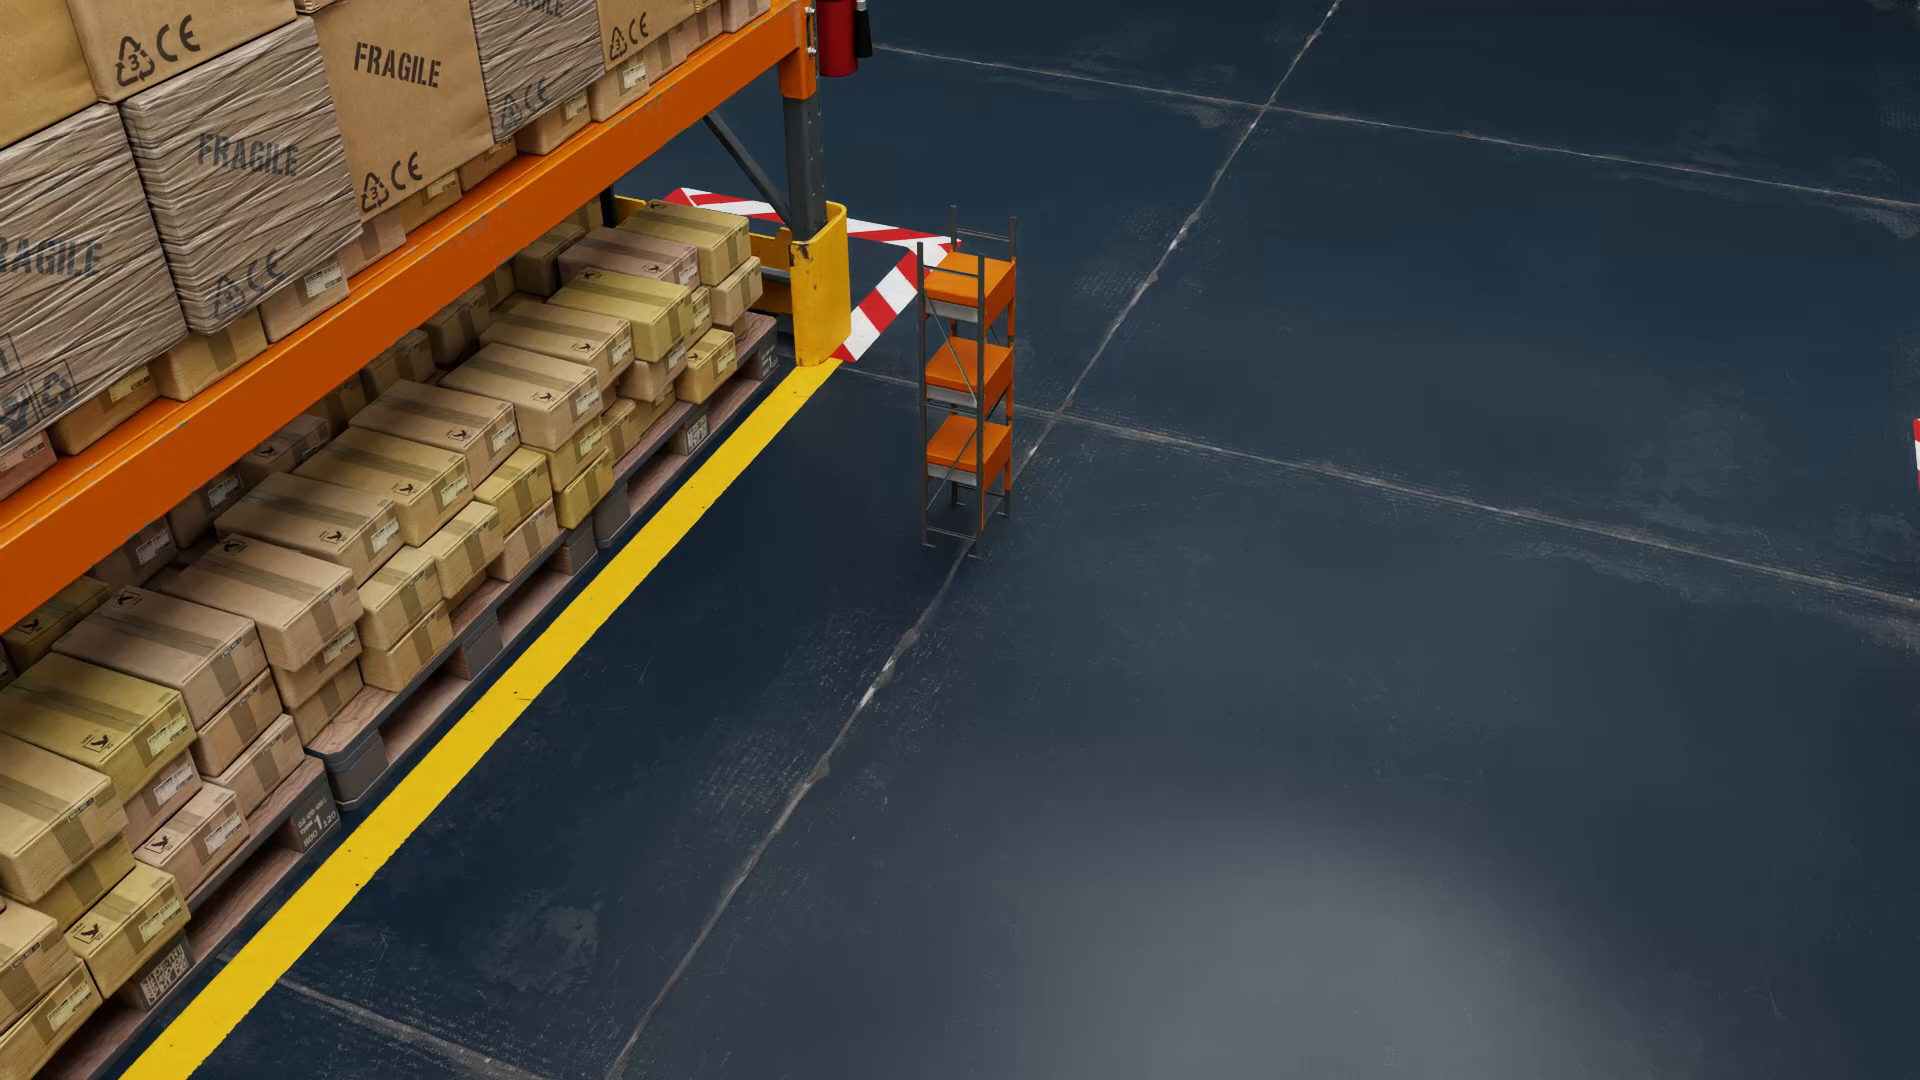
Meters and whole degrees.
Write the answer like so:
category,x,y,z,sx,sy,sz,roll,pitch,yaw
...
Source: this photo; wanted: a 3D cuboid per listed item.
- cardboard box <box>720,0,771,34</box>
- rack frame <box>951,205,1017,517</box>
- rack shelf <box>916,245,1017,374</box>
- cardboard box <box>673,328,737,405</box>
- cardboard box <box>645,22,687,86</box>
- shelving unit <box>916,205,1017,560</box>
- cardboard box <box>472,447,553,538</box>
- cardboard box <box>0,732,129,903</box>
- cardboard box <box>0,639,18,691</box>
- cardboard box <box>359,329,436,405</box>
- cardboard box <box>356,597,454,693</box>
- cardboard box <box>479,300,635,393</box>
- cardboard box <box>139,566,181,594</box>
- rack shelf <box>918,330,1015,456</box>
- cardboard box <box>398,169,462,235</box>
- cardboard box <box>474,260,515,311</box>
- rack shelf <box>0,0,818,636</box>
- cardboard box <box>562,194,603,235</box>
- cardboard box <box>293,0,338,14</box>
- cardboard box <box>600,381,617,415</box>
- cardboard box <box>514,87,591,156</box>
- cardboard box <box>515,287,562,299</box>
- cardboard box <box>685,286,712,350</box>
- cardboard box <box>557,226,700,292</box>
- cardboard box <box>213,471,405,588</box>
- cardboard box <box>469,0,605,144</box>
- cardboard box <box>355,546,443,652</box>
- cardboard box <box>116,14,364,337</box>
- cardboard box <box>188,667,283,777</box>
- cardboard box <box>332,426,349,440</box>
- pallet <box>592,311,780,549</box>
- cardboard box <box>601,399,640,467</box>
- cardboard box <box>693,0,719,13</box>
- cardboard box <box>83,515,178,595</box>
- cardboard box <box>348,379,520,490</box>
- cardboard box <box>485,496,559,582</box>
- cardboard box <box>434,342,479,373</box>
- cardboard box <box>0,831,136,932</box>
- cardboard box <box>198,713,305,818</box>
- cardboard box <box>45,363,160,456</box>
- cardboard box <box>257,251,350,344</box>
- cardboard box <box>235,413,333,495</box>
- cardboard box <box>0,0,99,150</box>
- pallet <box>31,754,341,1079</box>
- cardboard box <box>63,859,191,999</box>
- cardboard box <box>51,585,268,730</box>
category,x,y,z,sx,sy,sz,roll,pitch,yaw
cardboard box,-0.831,-1.749,5.294,0.380,0.149,0.250,14,39,18
rack frame,0.067,-0.518,5.066,0.200,1.050,0.008,14,39,18
rack shelf,0.020,-0.669,4.812,0.215,0.259,0.240,14,39,18
cardboard box,-0.980,-0.617,5.600,0.380,0.149,0.250,15,39,19
cardboard box,-1.042,-1.478,4.931,0.380,0.149,0.250,13,39,17
shelving unit,0.020,-0.450,4.975,0.215,1.050,0.252,14,39,18
cardboard box,-1.401,-0.167,4.750,0.380,0.149,0.250,16,40,20
cardboard box,-2.008,0.573,3.512,0.380,0.149,0.250,16,40,20
cardboard box,-2.447,0.309,3.864,0.380,0.149,0.250,13,39,17
cardboard box,-1.822,-0.549,5.012,0.380,0.149,0.250,15,39,20
cardboard box,-1.599,0.238,4.457,0.380,0.149,0.250,13,39,17
cardboard box,-1.222,-0.581,5.056,0.380,0.149,0.250,12,39,16
cardboard box,-2.222,0.161,4.312,0.380,0.149,0.250,15,39,19
rack shelf,0.020,-0.442,4.982,0.215,0.259,0.240,14,39,18
cardboard box,-1.488,-0.905,4.166,0.380,0.149,0.250,15,39,19
cardboard box,-1.690,-0.856,5.424,0.380,0.149,0.250,14,39,18
rack shelf,-1.729,-0.699,4.281,1.077,0.370,4.000,14,39,18
cardboard box,-1.482,-1.147,5.812,0.380,0.149,0.250,12,38,16
cardboard box,-1.493,-1.480,3.558,0.500,0.500,0.500,13,39,16
cardboard box,-1.299,-0.469,5.155,0.380,0.149,0.250,13,39,17
cardboard box,-1.245,-1.192,4.549,0.380,0.149,0.250,12,38,16
cardboard box,-1.562,-0.870,5.690,0.380,0.149,0.250,14,39,18
cardboard box,-1.055,-0.750,5.530,0.380,0.149,0.250,13,39,17
cardboard box,-1.084,-0.882,5.459,0.380,0.149,0.250,15,39,19
cardboard box,-1.680,-0.020,4.305,0.380,0.149,0.250,12,38,16
cardboard box,-1.286,-1.380,4.258,0.500,0.500,0.500,14,39,18
cardboard box,-1.597,0.122,4.363,0.380,0.149,0.250,14,39,17
cardboard box,-1.662,-0.802,3.486,0.500,0.500,0.500,13,39,17
cardboard box,-1.878,0.394,3.999,0.380,0.149,0.250,12,38,15
cardboard box,-1.849,-0.269,4.886,0.380,0.149,0.250,16,40,20
pallet,-1.339,-0.494,5.734,1.003,0.211,1.213,14,39,18
cardboard box,-1.242,-0.350,5.244,0.380,0.149,0.250,14,39,18
cardboard box,-0.901,-1.946,5.017,0.500,0.500,0.500,15,39,19
cardboard box,-2.259,0.012,4.262,0.380,0.149,0.250,12,38,16
cardboard box,-1.476,-0.299,4.678,0.380,0.149,0.250,13,39,16
cardboard box,-1.404,-0.048,4.839,0.380,0.149,0.250,15,39,19
cardboard box,-1.771,-0.597,5.325,0.380,0.149,0.250,15,39,19
cardboard box,-2.043,0.686,3.608,0.380,0.149,0.250,14,39,18
cardboard box,-1.857,0.517,4.084,0.380,0.149,0.250,13,39,17
cardboard box,-1.889,-0.330,3.396,0.380,0.149,0.250,12,38,16
cardboard box,-1.624,-0.602,3.760,0.380,0.149,0.250,16,39,20
cardboard box,-1.972,-0.252,4.616,0.380,0.149,0.250,14,39,18
cardboard box,-1.910,-0.924,2.814,0.500,0.500,0.500,13,39,16
pallet,-2.268,0.857,3.927,1.003,0.211,1.213,14,39,18
cardboard box,-1.953,0.818,3.681,0.380,0.149,0.250,15,39,19
cardboard box,-1.879,0.272,3.914,0.380,0.149,0.250,13,39,17
